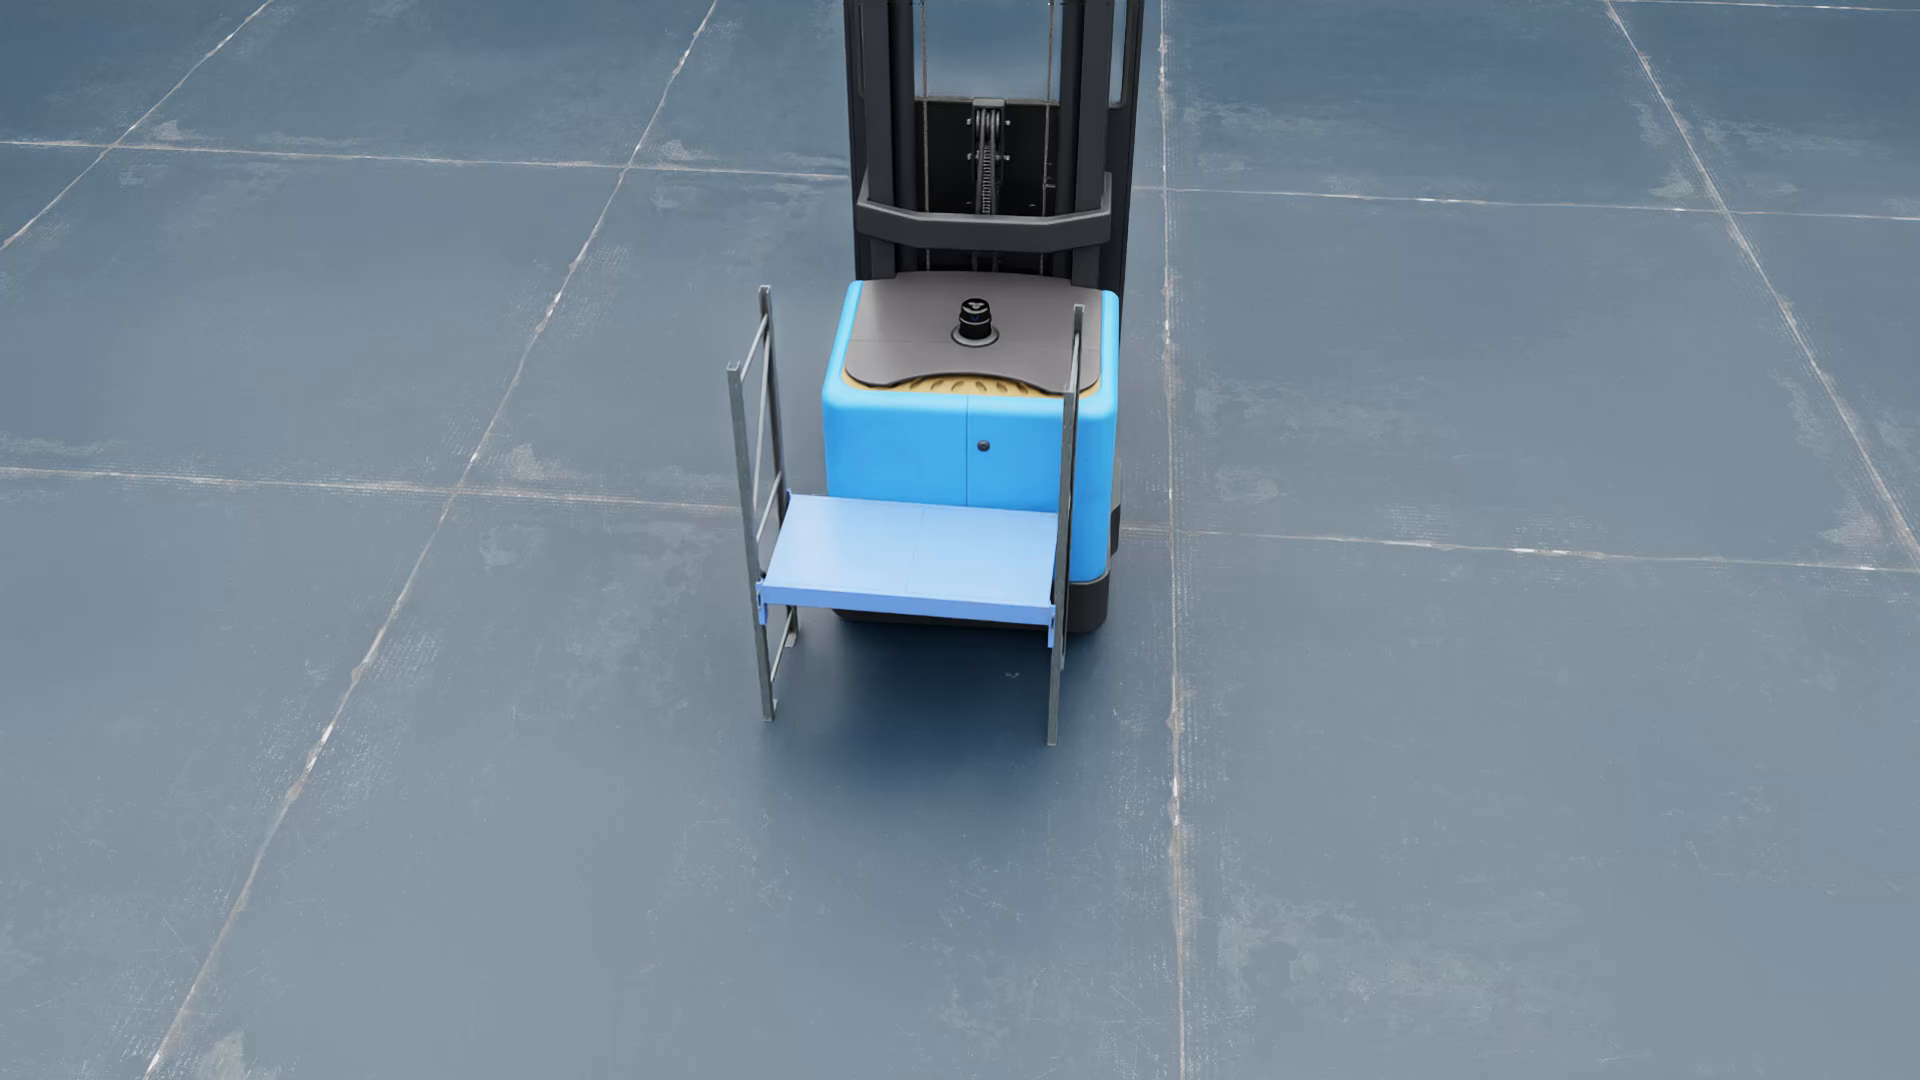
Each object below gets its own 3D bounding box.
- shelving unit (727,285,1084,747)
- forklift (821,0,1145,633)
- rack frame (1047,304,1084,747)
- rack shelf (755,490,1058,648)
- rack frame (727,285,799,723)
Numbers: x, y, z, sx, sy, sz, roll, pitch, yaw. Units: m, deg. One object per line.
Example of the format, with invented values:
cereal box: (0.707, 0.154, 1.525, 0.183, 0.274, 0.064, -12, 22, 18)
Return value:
shelving unit: (-0.154, -0.049, 5.622, 1.048, 1.500, 0.538, 4, 39, 5)
forklift: (0.141, -1.708, 6.526, 1.130, 2.935, 3.031, 3, 39, 3)
rack frame: (0.351, -0.011, 5.576, 0.032, 1.500, 0.500, 4, 39, 5)
rack shelf: (-0.154, 0.091, 5.735, 1.000, 0.185, 0.538, 4, 39, 5)
rack frame: (-0.659, -0.086, 5.668, 0.032, 1.500, 0.500, 4, 39, 5)
